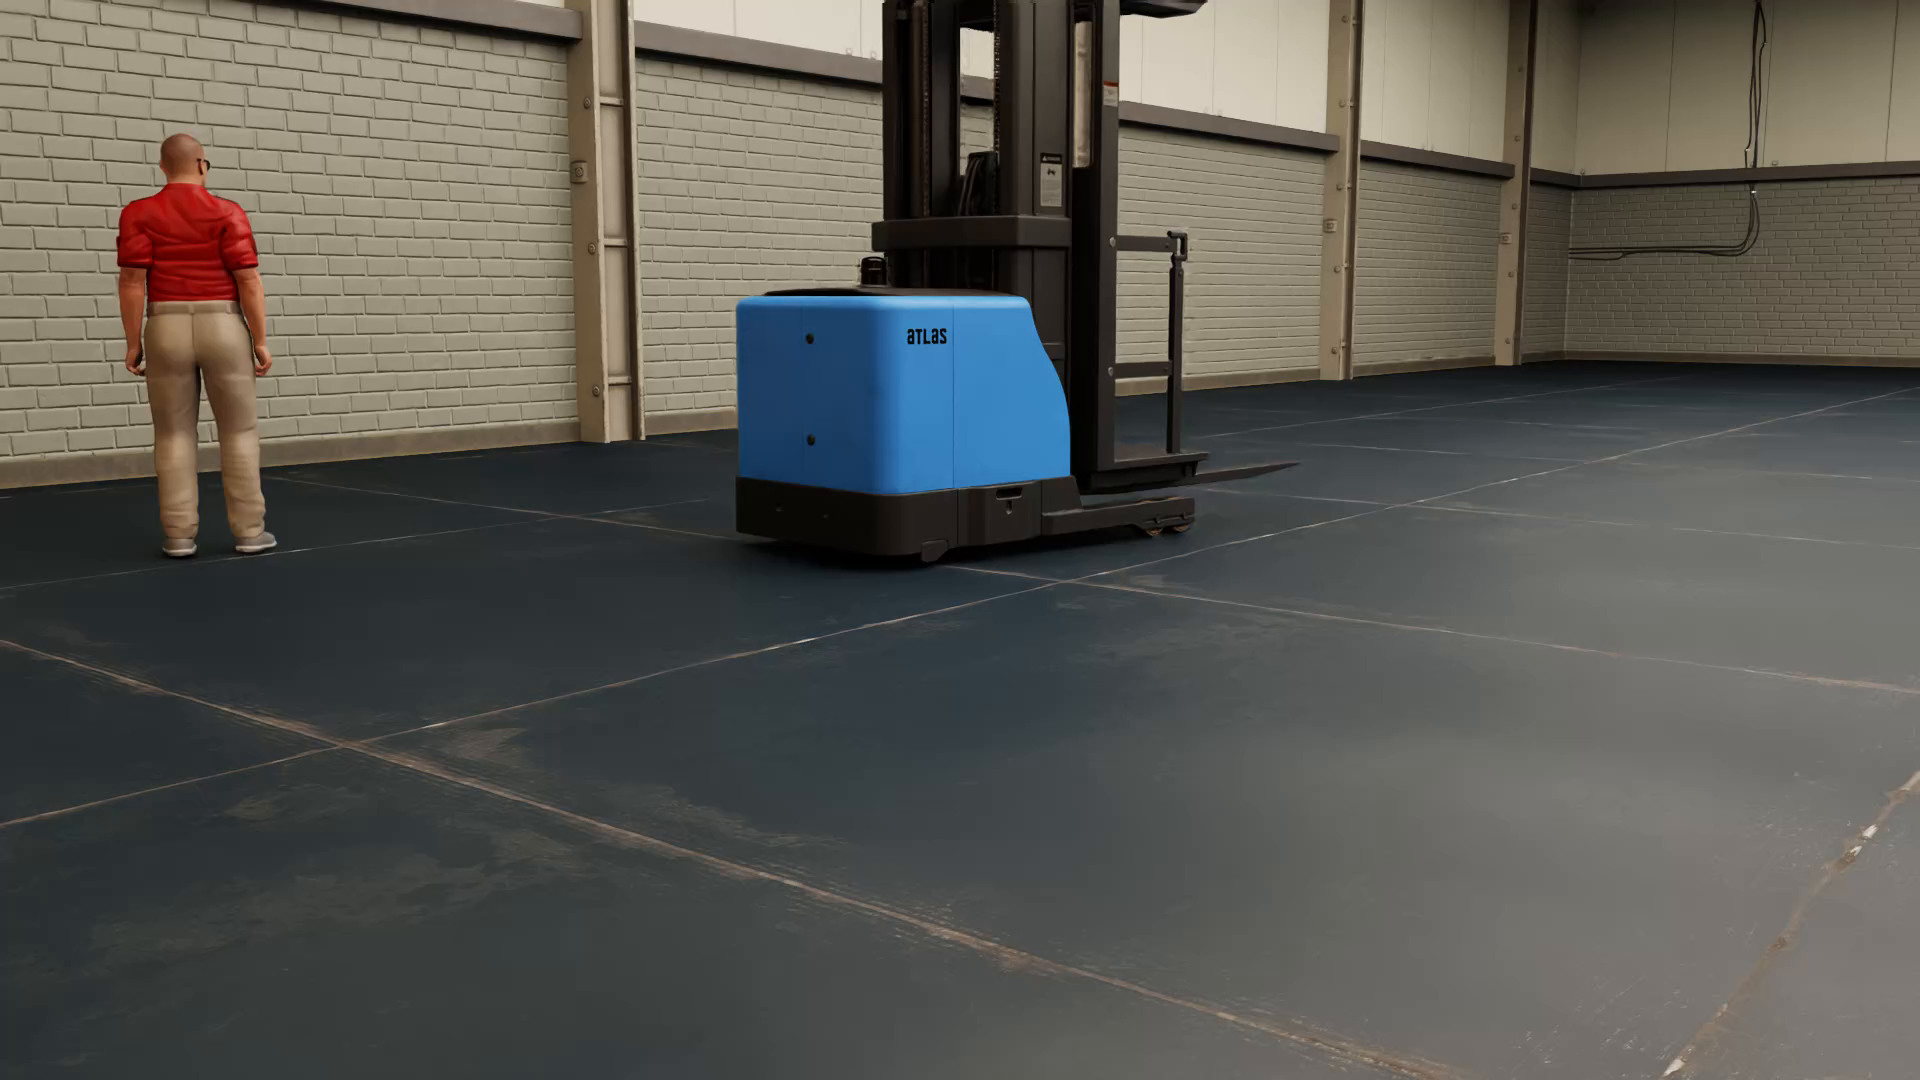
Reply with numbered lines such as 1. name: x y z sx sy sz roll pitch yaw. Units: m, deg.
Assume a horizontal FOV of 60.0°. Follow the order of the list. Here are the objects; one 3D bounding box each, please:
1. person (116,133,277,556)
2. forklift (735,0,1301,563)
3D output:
1. person: -3.165 -0.802 6.927 0.567 1.731 0.381 -2 9 -16
2. forklift: 0.446 -1.516 7.642 3.031 2.935 1.130 -8 11 -43
